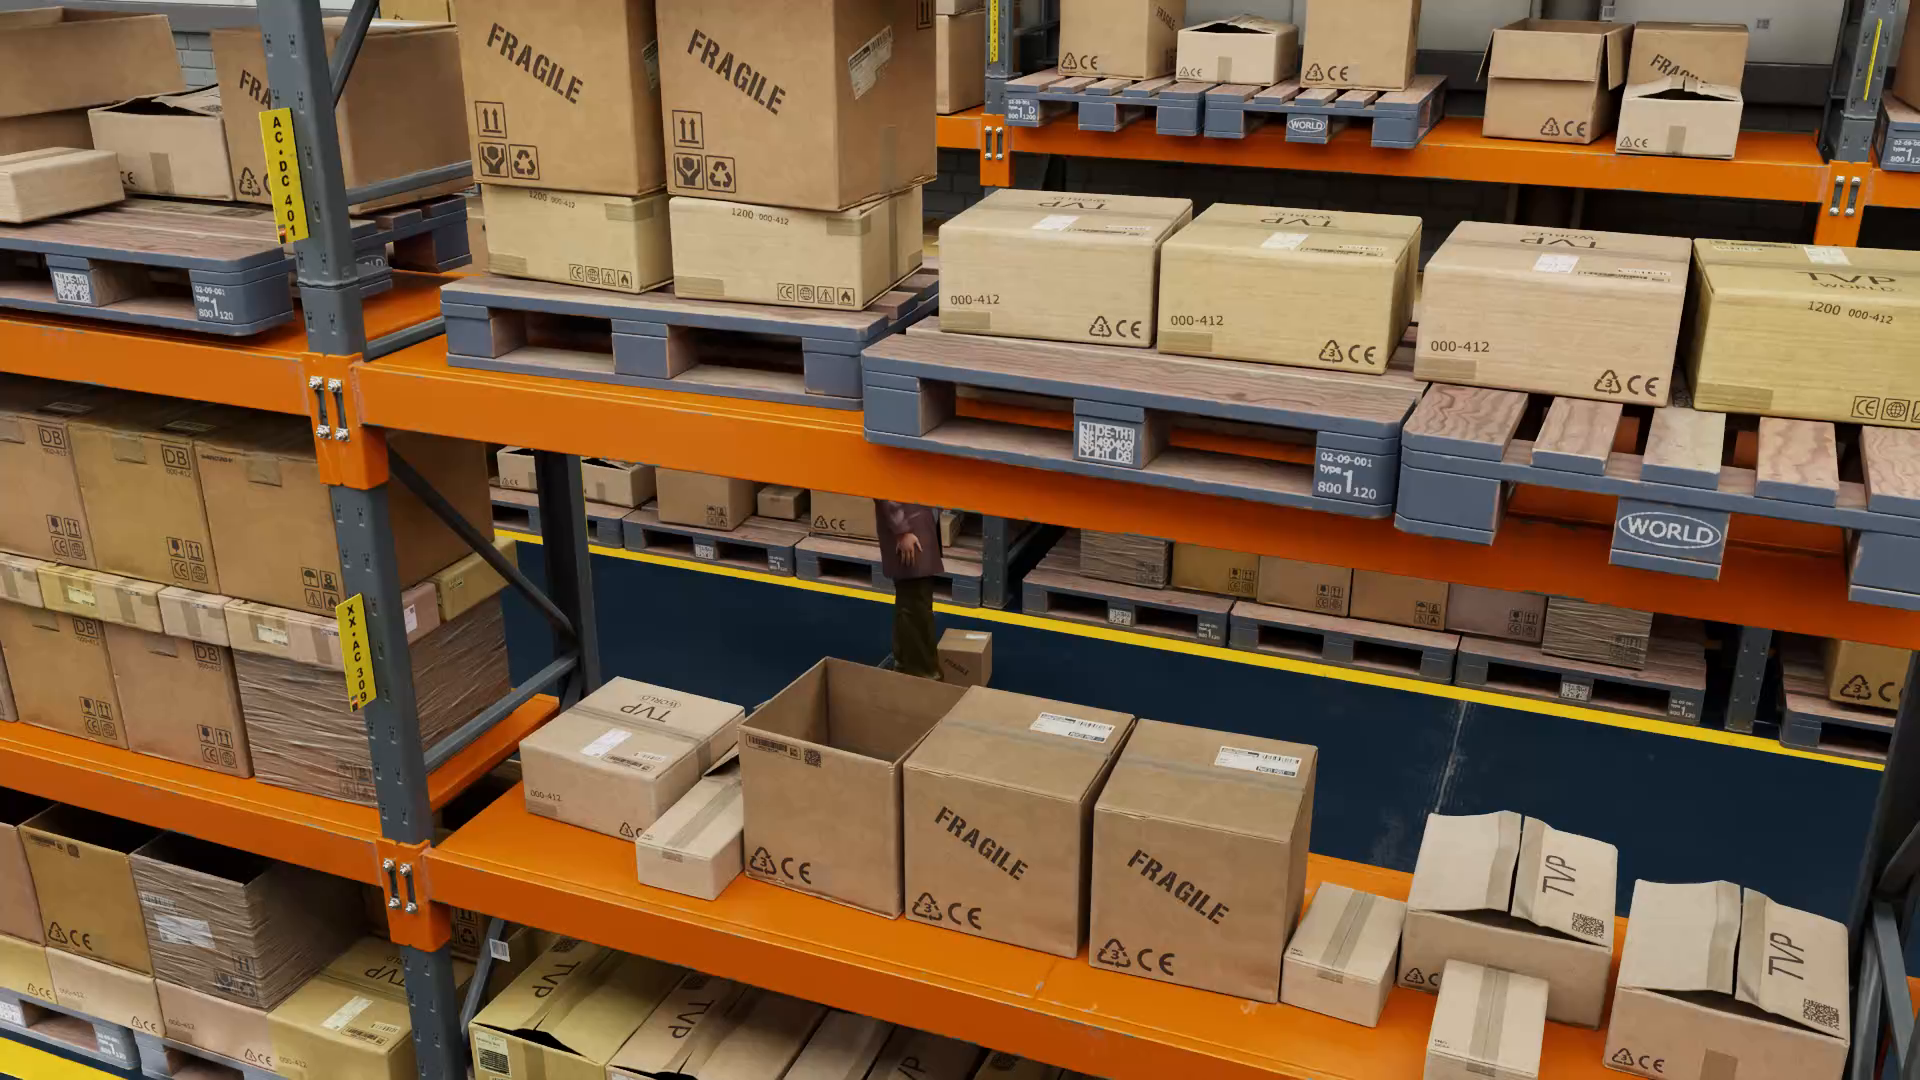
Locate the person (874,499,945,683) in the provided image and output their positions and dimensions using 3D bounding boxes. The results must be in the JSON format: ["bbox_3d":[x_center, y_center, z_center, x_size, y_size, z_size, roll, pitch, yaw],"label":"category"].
[{"bbox_3d":[-0.170,-0.077,8.510,0.579,1.779,0.697,4,22,10],"label":"person"}]
